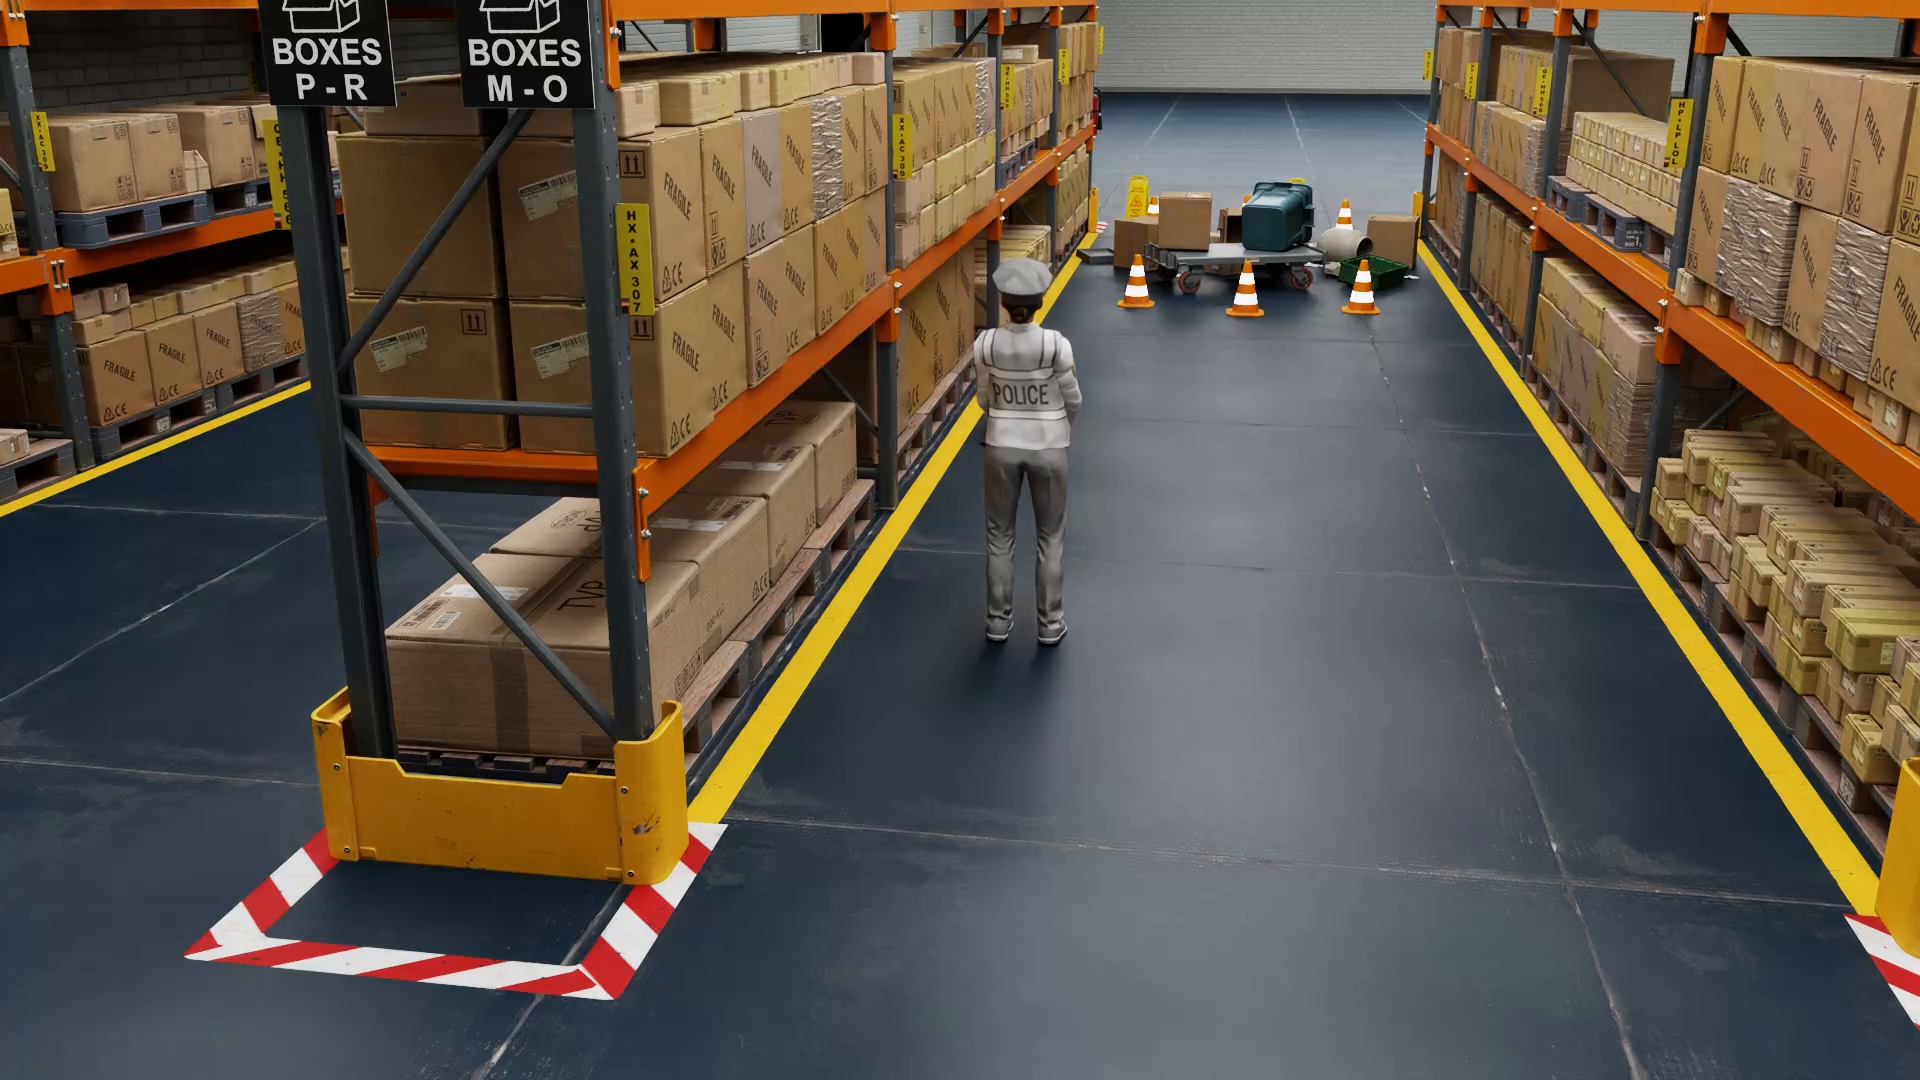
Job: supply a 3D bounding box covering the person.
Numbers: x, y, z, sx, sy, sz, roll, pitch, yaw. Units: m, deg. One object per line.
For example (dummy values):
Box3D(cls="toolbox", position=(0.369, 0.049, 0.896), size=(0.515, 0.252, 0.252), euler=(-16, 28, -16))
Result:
Box3D(cls="person", position=(0.299, -0.390, 7.229), size=(0.459, 1.681, 0.543), euler=(3, 18, 10))
